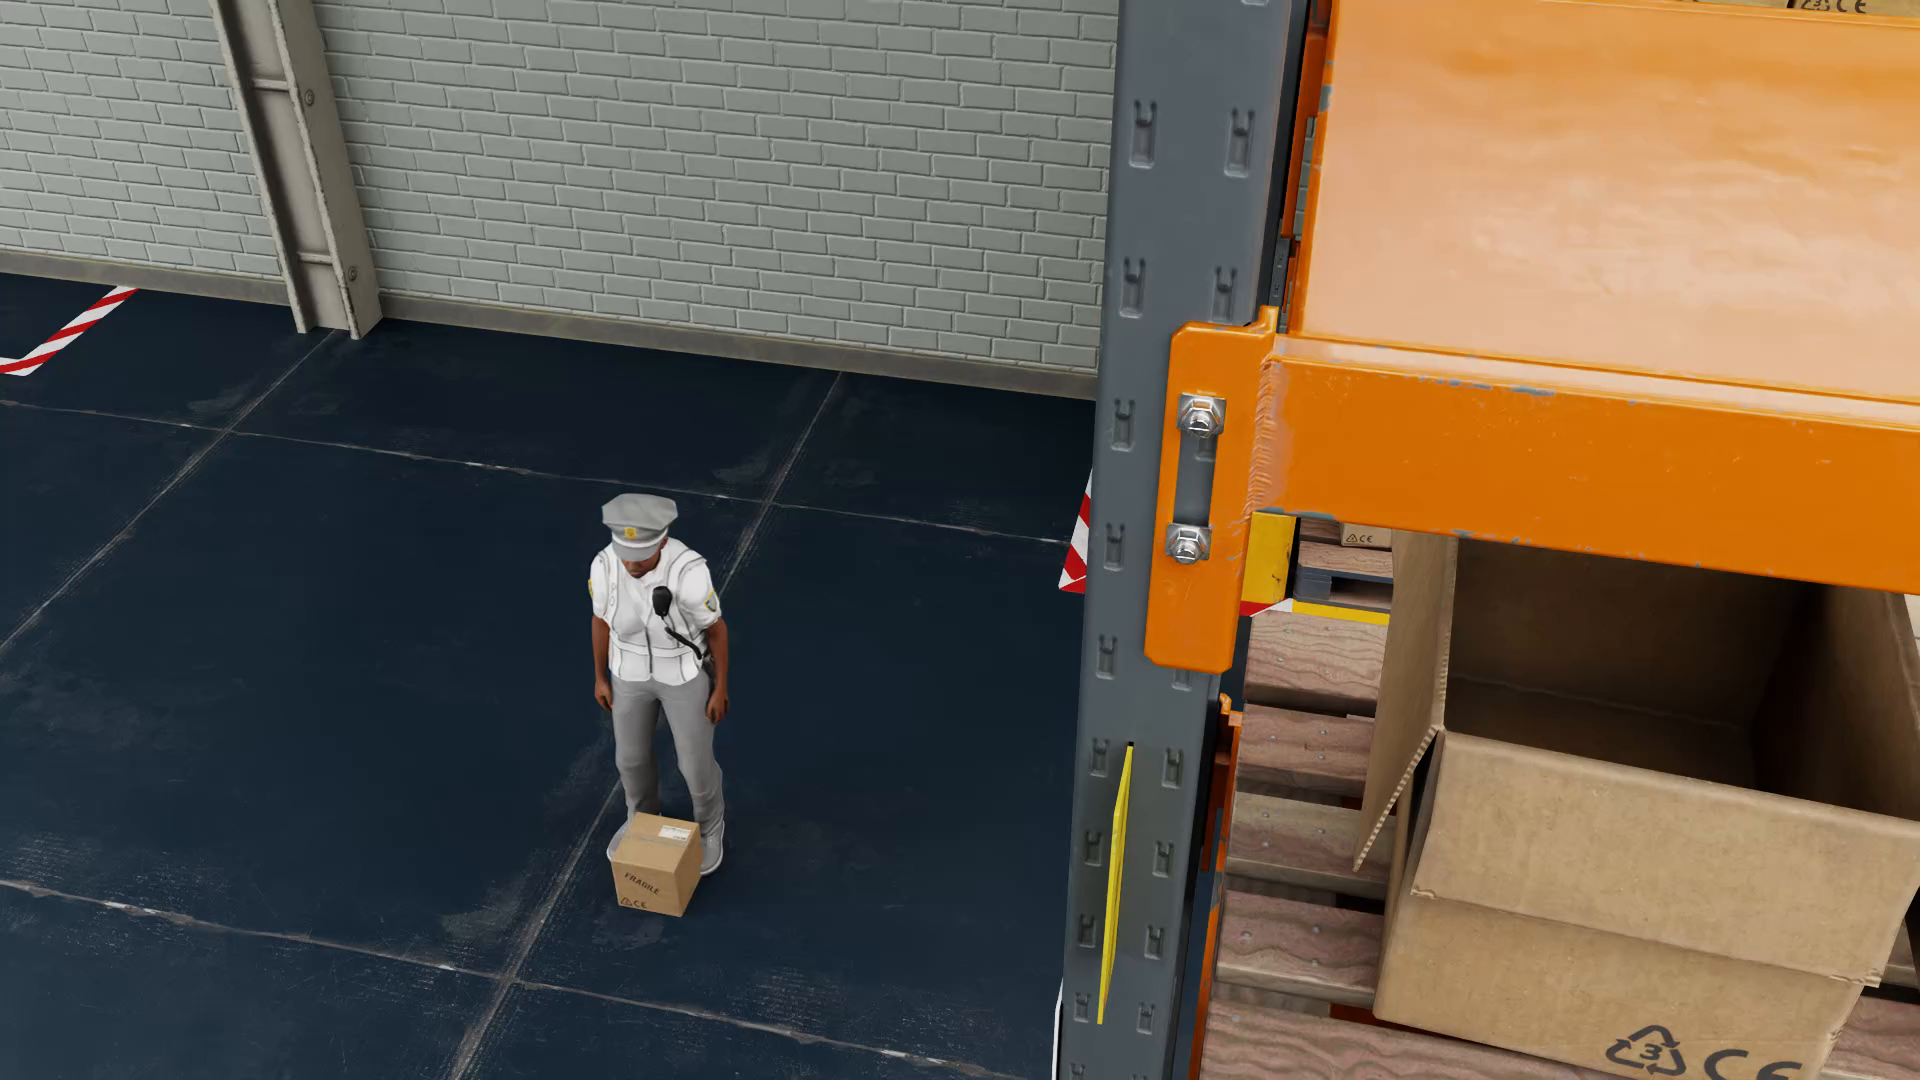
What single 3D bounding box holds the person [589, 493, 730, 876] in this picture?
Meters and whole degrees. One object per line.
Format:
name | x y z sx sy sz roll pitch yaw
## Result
person | -1.083 0.507 5.973 0.527 1.658 0.397 5 37 7
